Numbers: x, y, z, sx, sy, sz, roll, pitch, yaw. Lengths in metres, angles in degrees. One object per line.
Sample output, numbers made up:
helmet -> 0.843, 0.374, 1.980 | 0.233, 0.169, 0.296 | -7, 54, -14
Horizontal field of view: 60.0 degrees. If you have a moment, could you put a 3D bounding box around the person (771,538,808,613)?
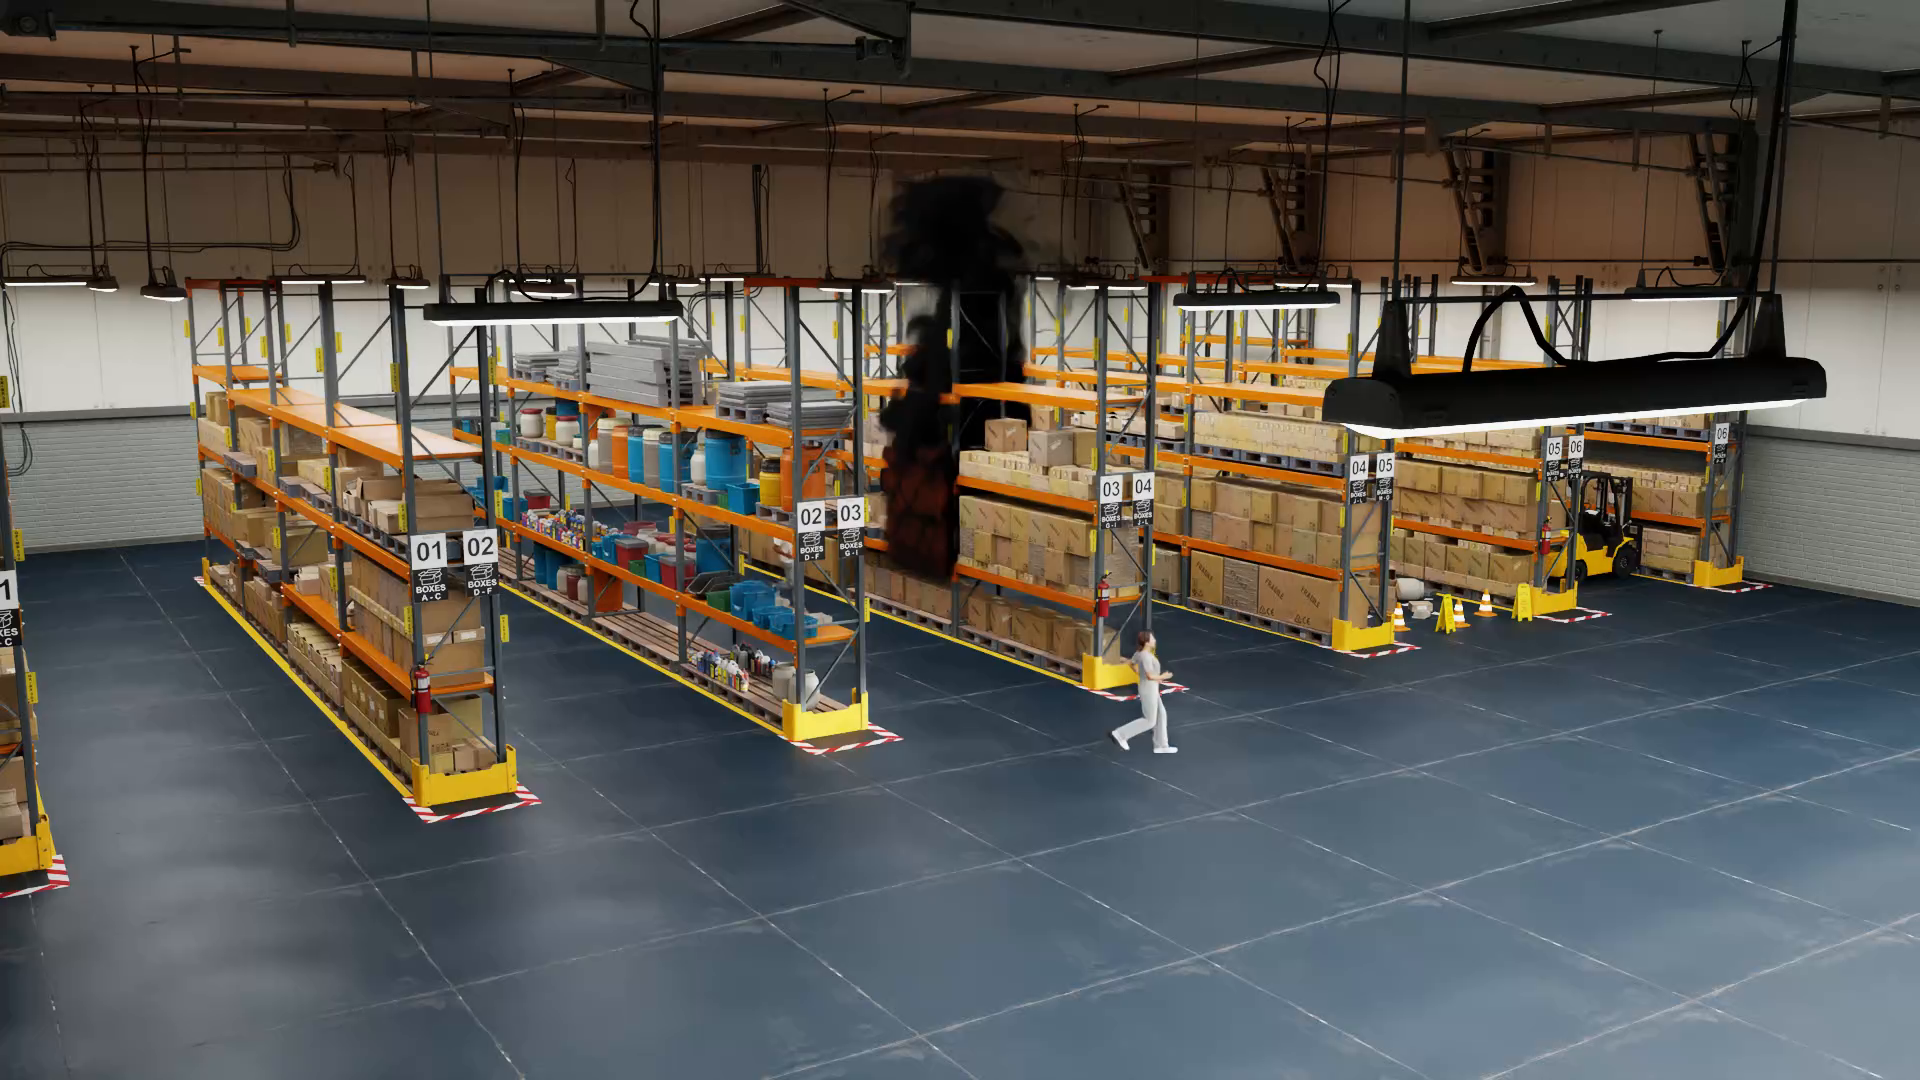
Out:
person -> -2.933, 0.362, 28.890 | 0.805, 1.763, 0.701 | 9, 13, 42

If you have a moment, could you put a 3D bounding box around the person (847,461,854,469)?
person -> -2.732, -1.393, 41.663 | 0.594, 1.527, 0.553 | -7, 12, -36

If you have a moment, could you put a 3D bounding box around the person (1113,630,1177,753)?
person -> 2.386, 1.961, 21.396 | 0.867, 1.639, 0.577 | -1, 10, -4

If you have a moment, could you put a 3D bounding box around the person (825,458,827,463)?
person -> -3.378, -1.197, 40.204 | 0.654, 1.666, 0.798 | 3, 10, 17
